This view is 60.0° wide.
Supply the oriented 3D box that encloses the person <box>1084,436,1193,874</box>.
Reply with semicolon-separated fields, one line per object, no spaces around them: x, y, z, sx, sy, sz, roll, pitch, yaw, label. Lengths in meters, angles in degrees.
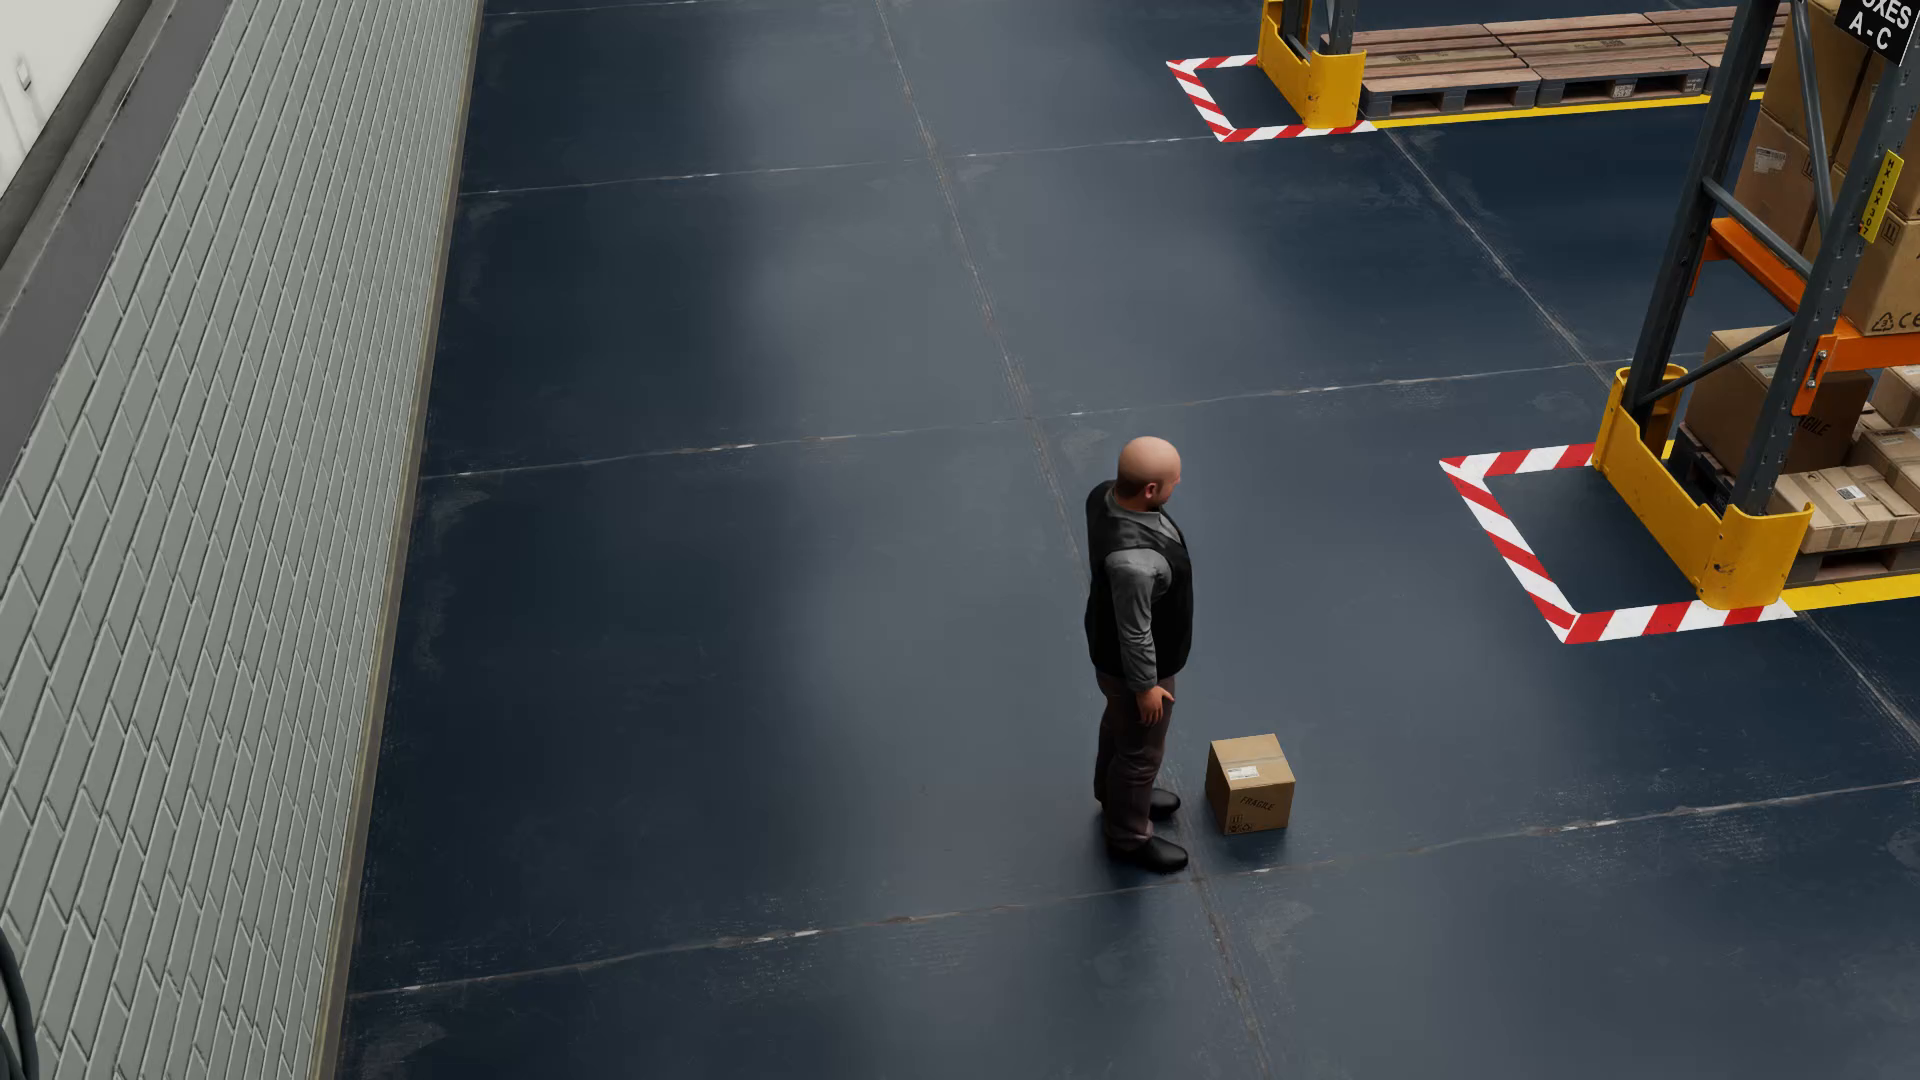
0.623;0.425;5.715;0.413;1.634;0.548;-1;38;-2;person
